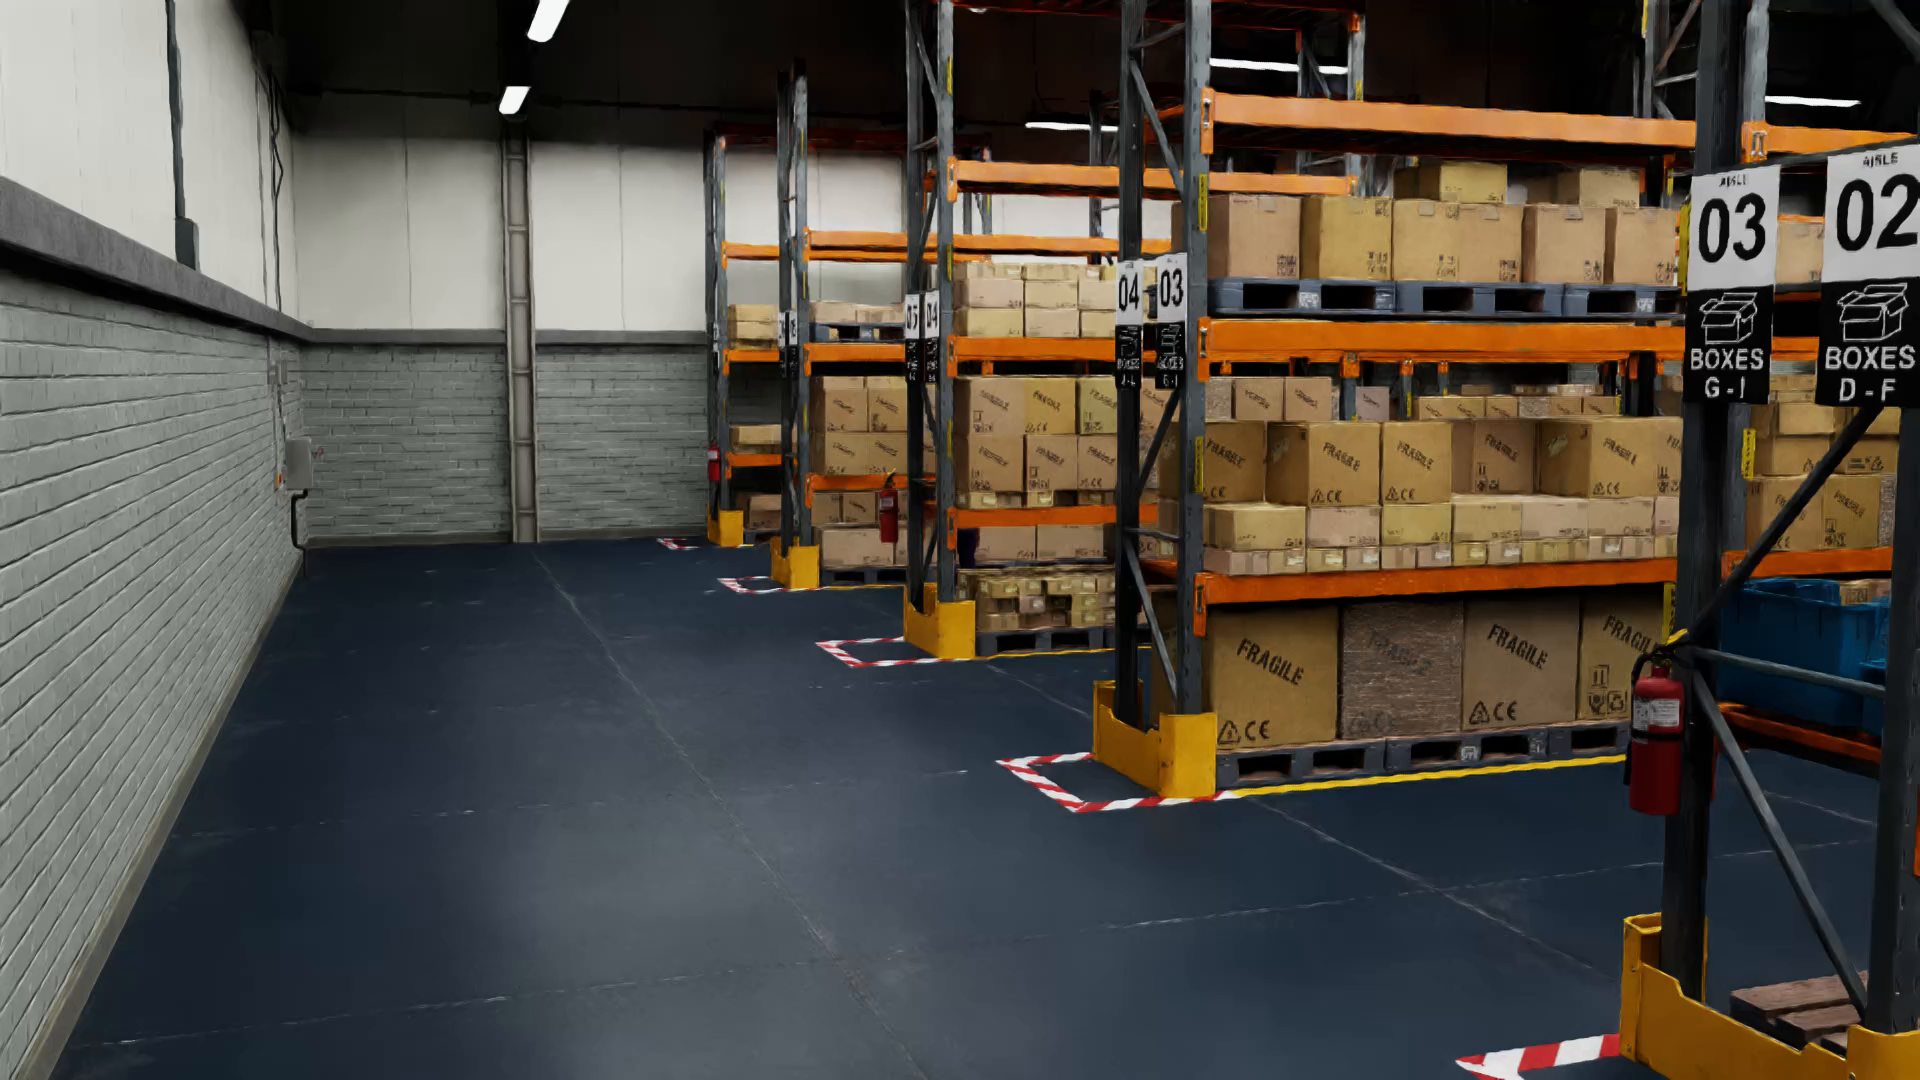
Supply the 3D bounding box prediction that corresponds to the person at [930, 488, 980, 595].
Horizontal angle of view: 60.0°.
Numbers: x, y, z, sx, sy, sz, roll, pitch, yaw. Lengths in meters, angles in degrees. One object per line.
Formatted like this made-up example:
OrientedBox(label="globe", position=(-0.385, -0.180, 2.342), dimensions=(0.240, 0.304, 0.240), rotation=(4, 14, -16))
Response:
OrientedBox(label="person", position=(-0.048, -0.056, 17.190), dimensions=(0.540, 1.651, 0.494), rotation=(-1, 6, -8))
